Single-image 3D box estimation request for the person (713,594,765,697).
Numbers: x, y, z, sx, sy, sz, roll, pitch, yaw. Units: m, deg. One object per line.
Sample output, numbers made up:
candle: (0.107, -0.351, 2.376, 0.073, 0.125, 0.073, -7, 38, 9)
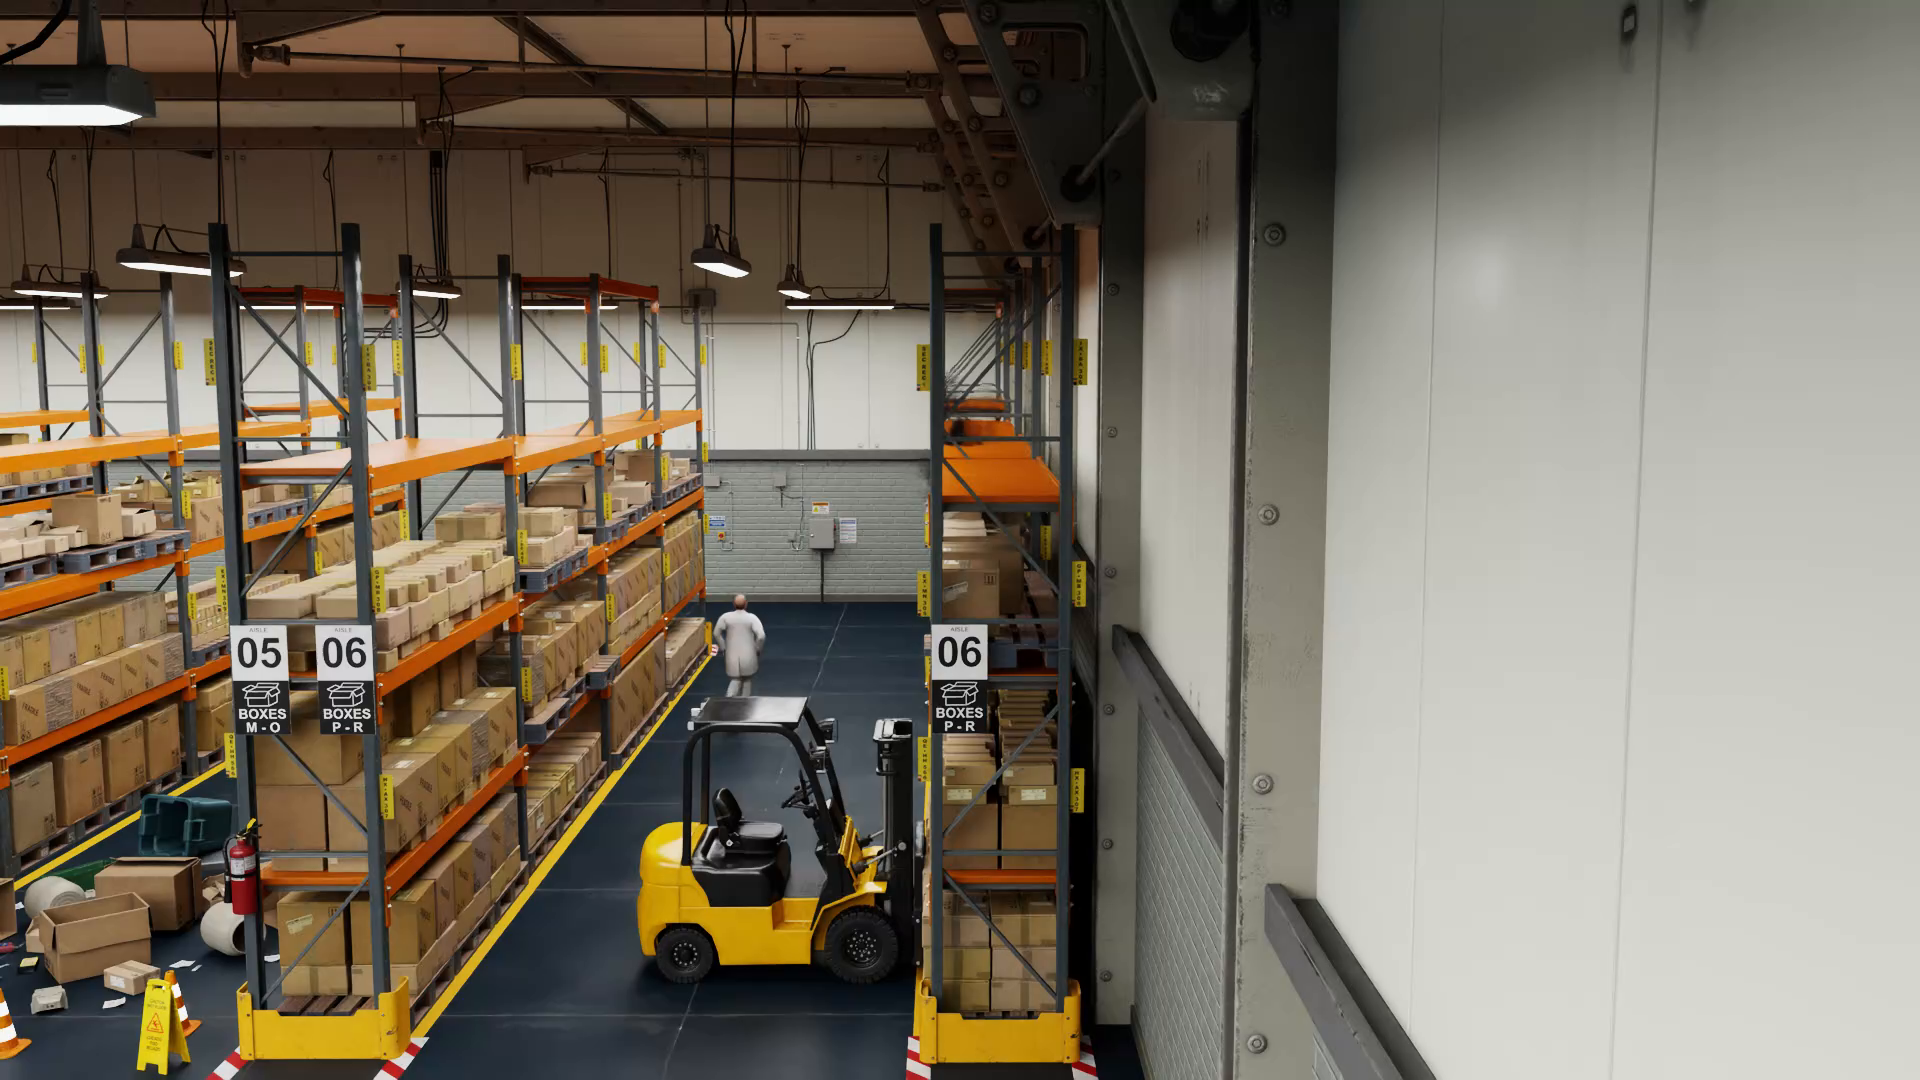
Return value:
person: (-3.052, 1.625, 23.061, 0.736, 1.744, 0.667, 0, 7, 2)
